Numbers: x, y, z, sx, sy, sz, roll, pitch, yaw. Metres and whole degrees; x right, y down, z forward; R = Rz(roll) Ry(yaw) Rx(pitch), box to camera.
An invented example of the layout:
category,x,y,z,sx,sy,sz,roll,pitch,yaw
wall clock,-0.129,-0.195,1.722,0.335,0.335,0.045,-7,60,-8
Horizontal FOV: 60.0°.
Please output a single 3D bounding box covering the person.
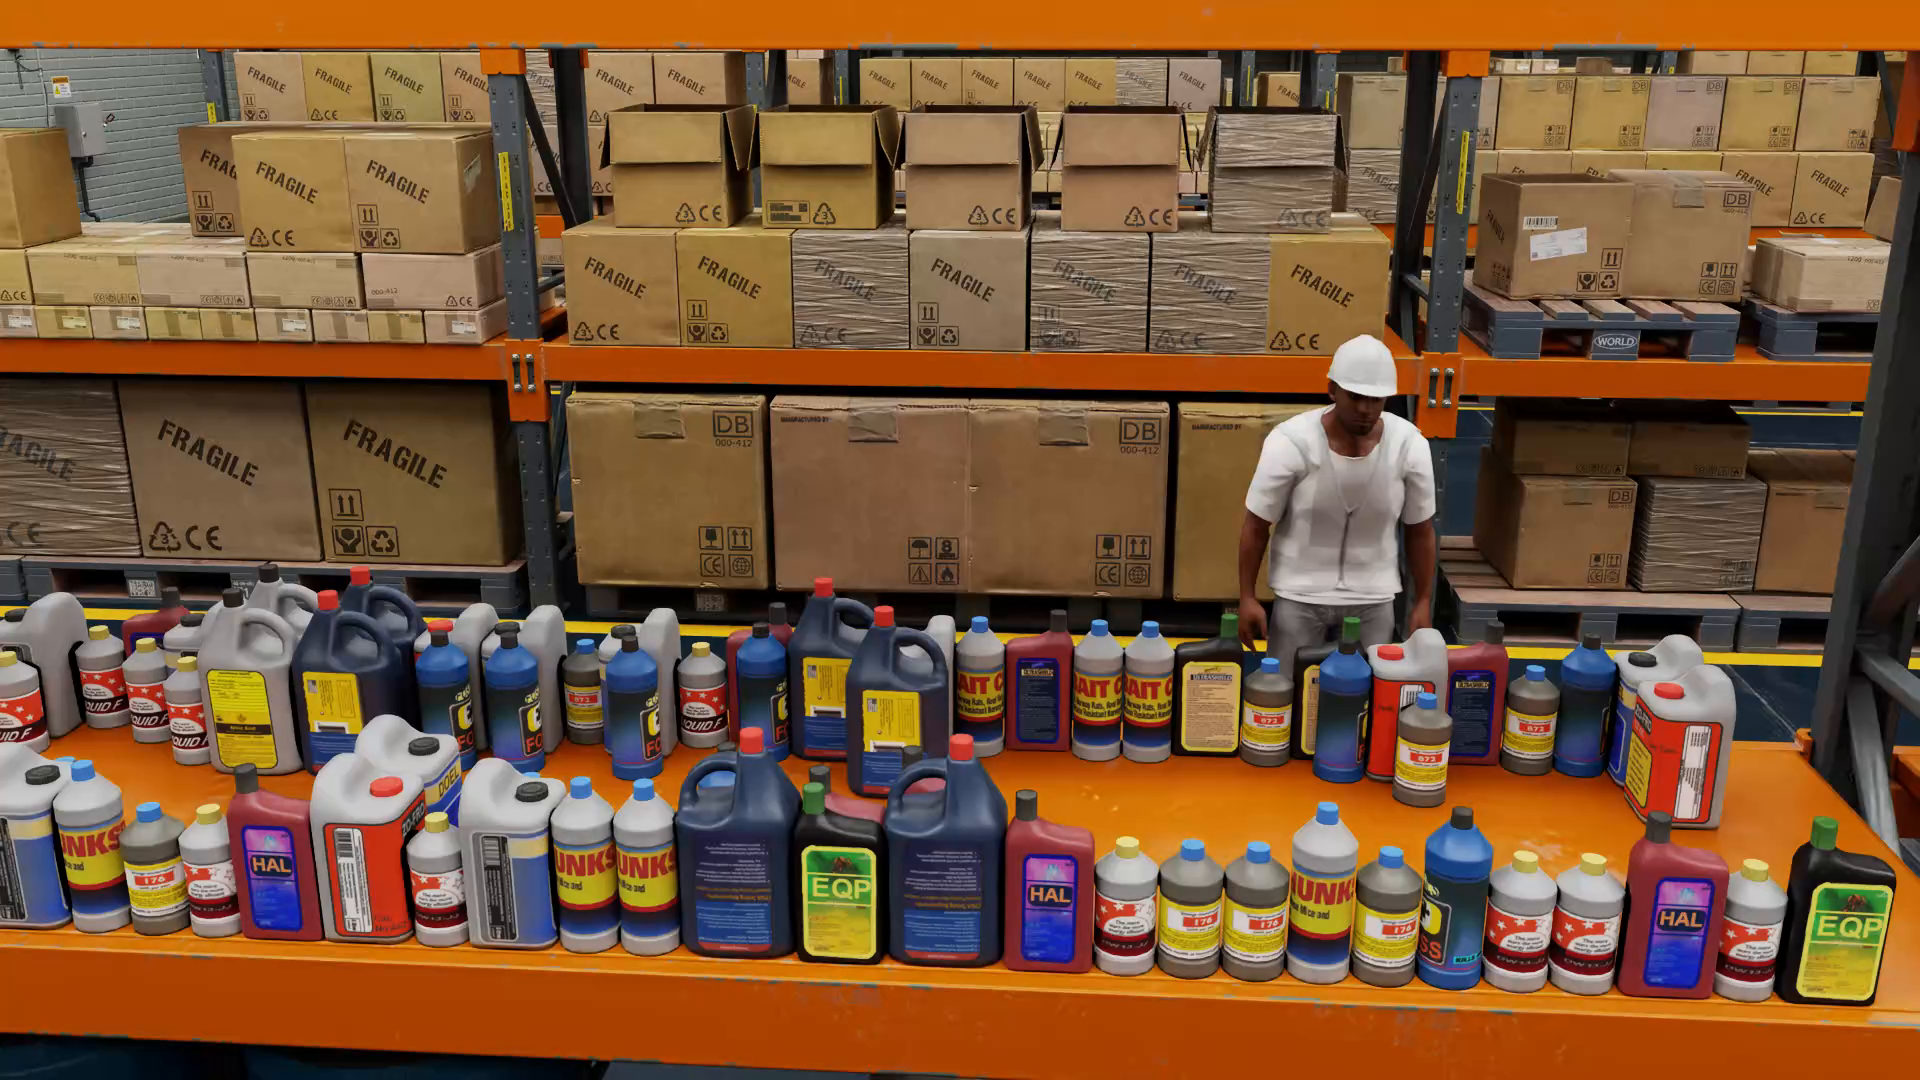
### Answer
category,x,y,z,sx,sy,sz,roll,pitch,yaw
person,1.203,0.199,5.380,0.628,1.761,0.456,1,17,4
